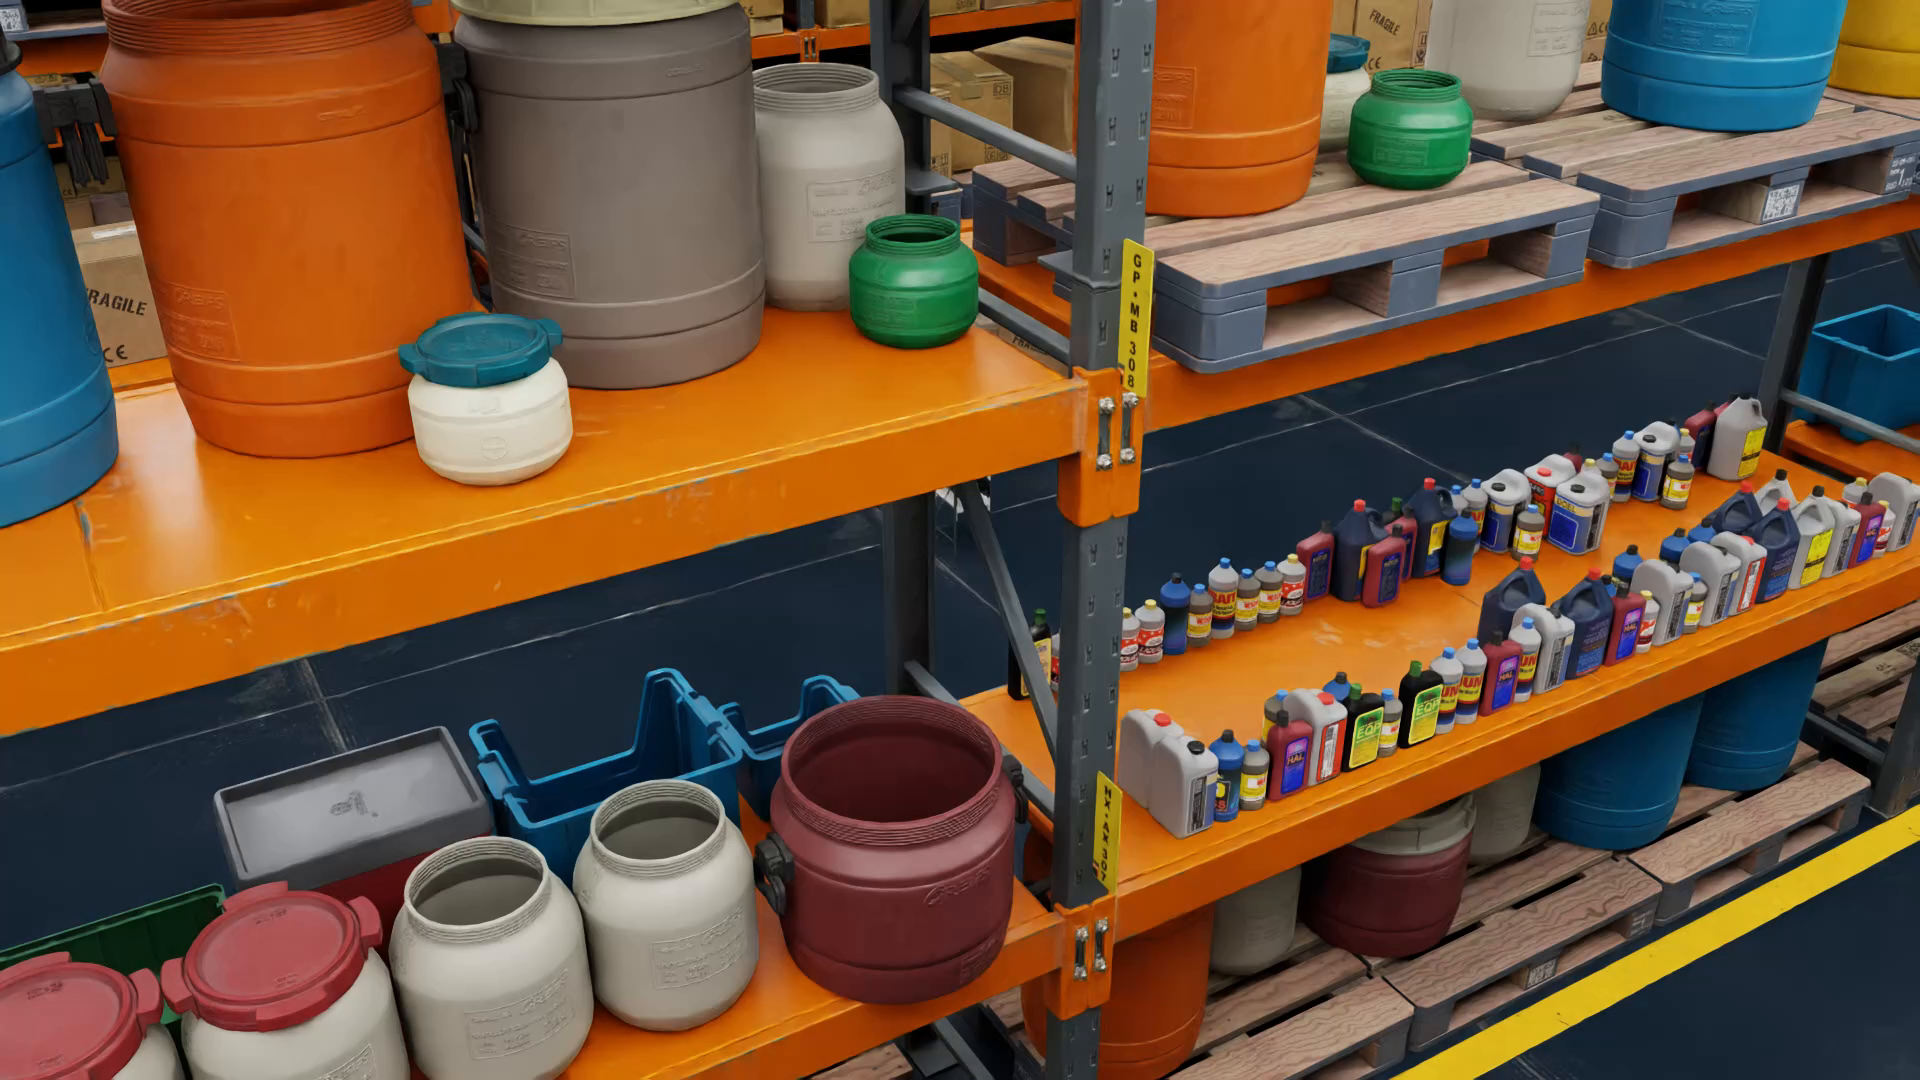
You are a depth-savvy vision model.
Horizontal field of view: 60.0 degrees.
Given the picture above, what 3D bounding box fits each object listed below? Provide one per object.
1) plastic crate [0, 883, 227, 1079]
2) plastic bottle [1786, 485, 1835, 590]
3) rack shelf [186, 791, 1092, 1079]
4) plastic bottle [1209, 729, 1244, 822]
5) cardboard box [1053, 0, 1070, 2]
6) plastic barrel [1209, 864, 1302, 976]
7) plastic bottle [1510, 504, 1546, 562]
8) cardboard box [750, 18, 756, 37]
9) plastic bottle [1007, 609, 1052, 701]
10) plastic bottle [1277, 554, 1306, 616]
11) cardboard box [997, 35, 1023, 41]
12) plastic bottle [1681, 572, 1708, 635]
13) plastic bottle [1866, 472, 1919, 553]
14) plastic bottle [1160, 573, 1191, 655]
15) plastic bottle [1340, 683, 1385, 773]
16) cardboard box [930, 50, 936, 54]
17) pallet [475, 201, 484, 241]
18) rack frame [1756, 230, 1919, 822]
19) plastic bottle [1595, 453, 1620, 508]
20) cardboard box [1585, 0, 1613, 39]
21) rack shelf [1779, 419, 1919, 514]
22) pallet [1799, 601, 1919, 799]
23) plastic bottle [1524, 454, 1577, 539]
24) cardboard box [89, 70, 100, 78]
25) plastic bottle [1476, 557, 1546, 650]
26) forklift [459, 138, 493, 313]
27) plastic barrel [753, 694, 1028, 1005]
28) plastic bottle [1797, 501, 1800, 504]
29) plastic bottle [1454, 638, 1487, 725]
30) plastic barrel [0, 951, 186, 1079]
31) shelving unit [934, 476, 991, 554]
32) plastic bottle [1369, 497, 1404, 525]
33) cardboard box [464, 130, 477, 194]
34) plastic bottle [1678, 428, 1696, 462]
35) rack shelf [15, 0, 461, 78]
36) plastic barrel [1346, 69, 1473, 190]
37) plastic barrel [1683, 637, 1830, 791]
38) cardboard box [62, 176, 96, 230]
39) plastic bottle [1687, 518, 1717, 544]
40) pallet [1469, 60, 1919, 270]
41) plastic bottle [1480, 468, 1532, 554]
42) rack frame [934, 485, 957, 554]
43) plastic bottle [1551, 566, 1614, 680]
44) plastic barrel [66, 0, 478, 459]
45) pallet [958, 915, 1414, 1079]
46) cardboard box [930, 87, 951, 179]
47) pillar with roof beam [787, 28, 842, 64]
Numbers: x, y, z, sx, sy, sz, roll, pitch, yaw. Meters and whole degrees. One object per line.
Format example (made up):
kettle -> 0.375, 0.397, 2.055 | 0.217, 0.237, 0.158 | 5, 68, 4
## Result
plastic crate -> -2.008, 1.105, 3.863 | 0.662, 0.188, 0.450 | -16, 33, -26
plastic bottle -> 2.904, -0.020, 5.732 | 0.185, 0.351, 0.144 | -16, 33, -26
rack shelf -> -1.642, 1.381, 3.887 | 4.000, 0.370, 1.077 | -16, 33, -26
plastic bottle -> 0.733, 0.645, 4.610 | 0.097, 0.271, 0.097 | 0, 29, 0
cardboard box -> 0.904, -5.328, 14.990 | 0.700, 0.700, 0.980 | -16, 33, -27
plastic barrel -> 0.937, 1.180, 5.648 | 0.421, 0.512, 0.421 | 0, 29, 0
plastic bottle -> 2.020, -0.030, 5.906 | 0.097, 0.201, 0.097 | 0, 29, 0
cardboard box -> -1.842, -4.156, 13.416 | 0.250, 0.149, 0.380 | -15, 32, -25
plastic bottle -> 0.215, 0.351, 5.130 | 0.133, 0.283, 0.061 | -16, 33, -26
plastic bottle -> 1.110, 0.143, 5.592 | 0.097, 0.201, 0.097 | 0, 29, 0
cardboard box -> 0.543, -4.535, 15.344 | 0.250, 0.149, 0.380 | -15, 32, -26
plastic bottle -> 2.403, 0.201, 5.486 | 0.097, 0.201, 0.097 | 0, 29, 0
plastic bottle -> 3.355, -0.117, 5.986 | 0.135, 0.276, 0.152 | -16, 33, -26
plastic bottle -> 0.690, 0.231, 5.359 | 0.097, 0.271, 0.097 | 0, 29, 0
plastic bottle -> 1.157, 0.529, 4.807 | 0.133, 0.283, 0.061 | -16, 33, -26
cardboard box -> -0.337, -4.285, 14.891 | 0.250, 0.149, 0.380 | -17, 33, -28
pallet -> -1.875, -1.599, 8.741 | 1.003, 0.211, 1.213 | -16, 33, -26
rack frame -> 3.531, -0.402, 6.375 | 0.127, 3.000, 1.000 | -16, 33, -26
plastic bottle -> 2.426, -0.231, 6.269 | 0.097, 0.201, 0.097 | 0, 29, 0
cardboard box -> 4.229, -3.704, 11.219 | 0.500, 0.500, 0.500 | -16, 33, -27
rack shelf -> 5.255, -0.577, 7.436 | 4.000, 0.370, 1.077 | -16, 33, -26
pallet -> 4.145, 0.622, 7.404 | 1.213, 0.211, 1.003 | -16, 33, -26
plastic bottle -> 2.141, -0.167, 6.076 | 0.135, 0.276, 0.152 | -16, 33, -26
cardboard box -> -5.805, -3.519, 11.464 | 0.500, 0.500, 0.700 | -19, 34, -31
plastic bottle -> 1.761, 0.220, 5.299 | 0.185, 0.351, 0.144 | -16, 33, -26
forklift -> -2.657, -2.732, 10.666 | 1.130, 2.935, 3.031 | -23, 36, -36
plastic barrel -> -0.164, 0.757, 4.133 | 0.708, 0.536, 0.600 | -16, 33, -26
plastic bottle -> 2.961, -0.042, 5.928 | 0.097, 0.201, 0.097 | 0, 29, 0
plastic bottle -> 1.530, 0.419, 5.020 | 0.097, 0.271, 0.097 | 0, 29, 0
plastic barrel -> -1.798, 1.174, 3.378 | 0.433, 0.535, 0.433 | 0, 29, 0
shelving unit -> 0.007, -0.396, 8.536 | 0.210, 0.900, 0.258 | -16, 33, -26
plastic bottle -> 1.475, -0.007, 5.778 | 0.133, 0.283, 0.061 | -16, 33, -26
cardboard box -> -3.478, -3.130, 13.108 | 0.750, 0.750, 0.750 | -16, 33, -27
plastic bottle -> 2.793, -0.335, 6.458 | 0.097, 0.201, 0.097 | 0, 29, 0
rack shelf -> -4.148, -1.996, 6.903 | 4.000, 0.370, 1.077 | -16, 33, -26
plastic barrel -> 1.112, -1.016, 4.108 | 0.294, 0.245, 0.294 | 0, 29, 0
plastic barrel -> 3.053, 0.458, 6.552 | 0.708, 0.901, 0.600 | -16, 33, -26
cardboard box -> -6.448, -2.240, 11.835 | 0.500, 0.500, 0.700 | -16, 33, -27
plastic bottle -> 2.526, 0.050, 5.687 | 0.097, 0.271, 0.097 | 0, 29, 0
pallet -> 1.928, -1.122, 4.769 | 1.213, 0.211, 1.003 | -16, 33, -26
plastic bottle -> 1.941, -0.110, 5.973 | 0.135, 0.276, 0.152 | -16, 33, -26
rack frame -> -0.081, -0.371, 8.491 | 0.006, 0.900, 0.240 | -16, 33, -26
plastic bottle -> 1.955, 0.250, 5.243 | 0.185, 0.351, 0.144 | -16, 33, -26
plastic barrel -> -1.300, -0.654, 3.282 | 0.708, 0.830, 0.600 | -16, 33, -26
pallet -> 0.741, 1.587, 5.656 | 1.213, 0.211, 1.003 | -16, 33, -26
cardboard box -> -0.467, -2.236, 9.160 | 0.700, 0.500, 0.500 | 26, 38, 38
pillar with roof beam -> 0.858, -5.894, 10.117 | 0.400, 9.000, 9.100 | -16, 33, -26
